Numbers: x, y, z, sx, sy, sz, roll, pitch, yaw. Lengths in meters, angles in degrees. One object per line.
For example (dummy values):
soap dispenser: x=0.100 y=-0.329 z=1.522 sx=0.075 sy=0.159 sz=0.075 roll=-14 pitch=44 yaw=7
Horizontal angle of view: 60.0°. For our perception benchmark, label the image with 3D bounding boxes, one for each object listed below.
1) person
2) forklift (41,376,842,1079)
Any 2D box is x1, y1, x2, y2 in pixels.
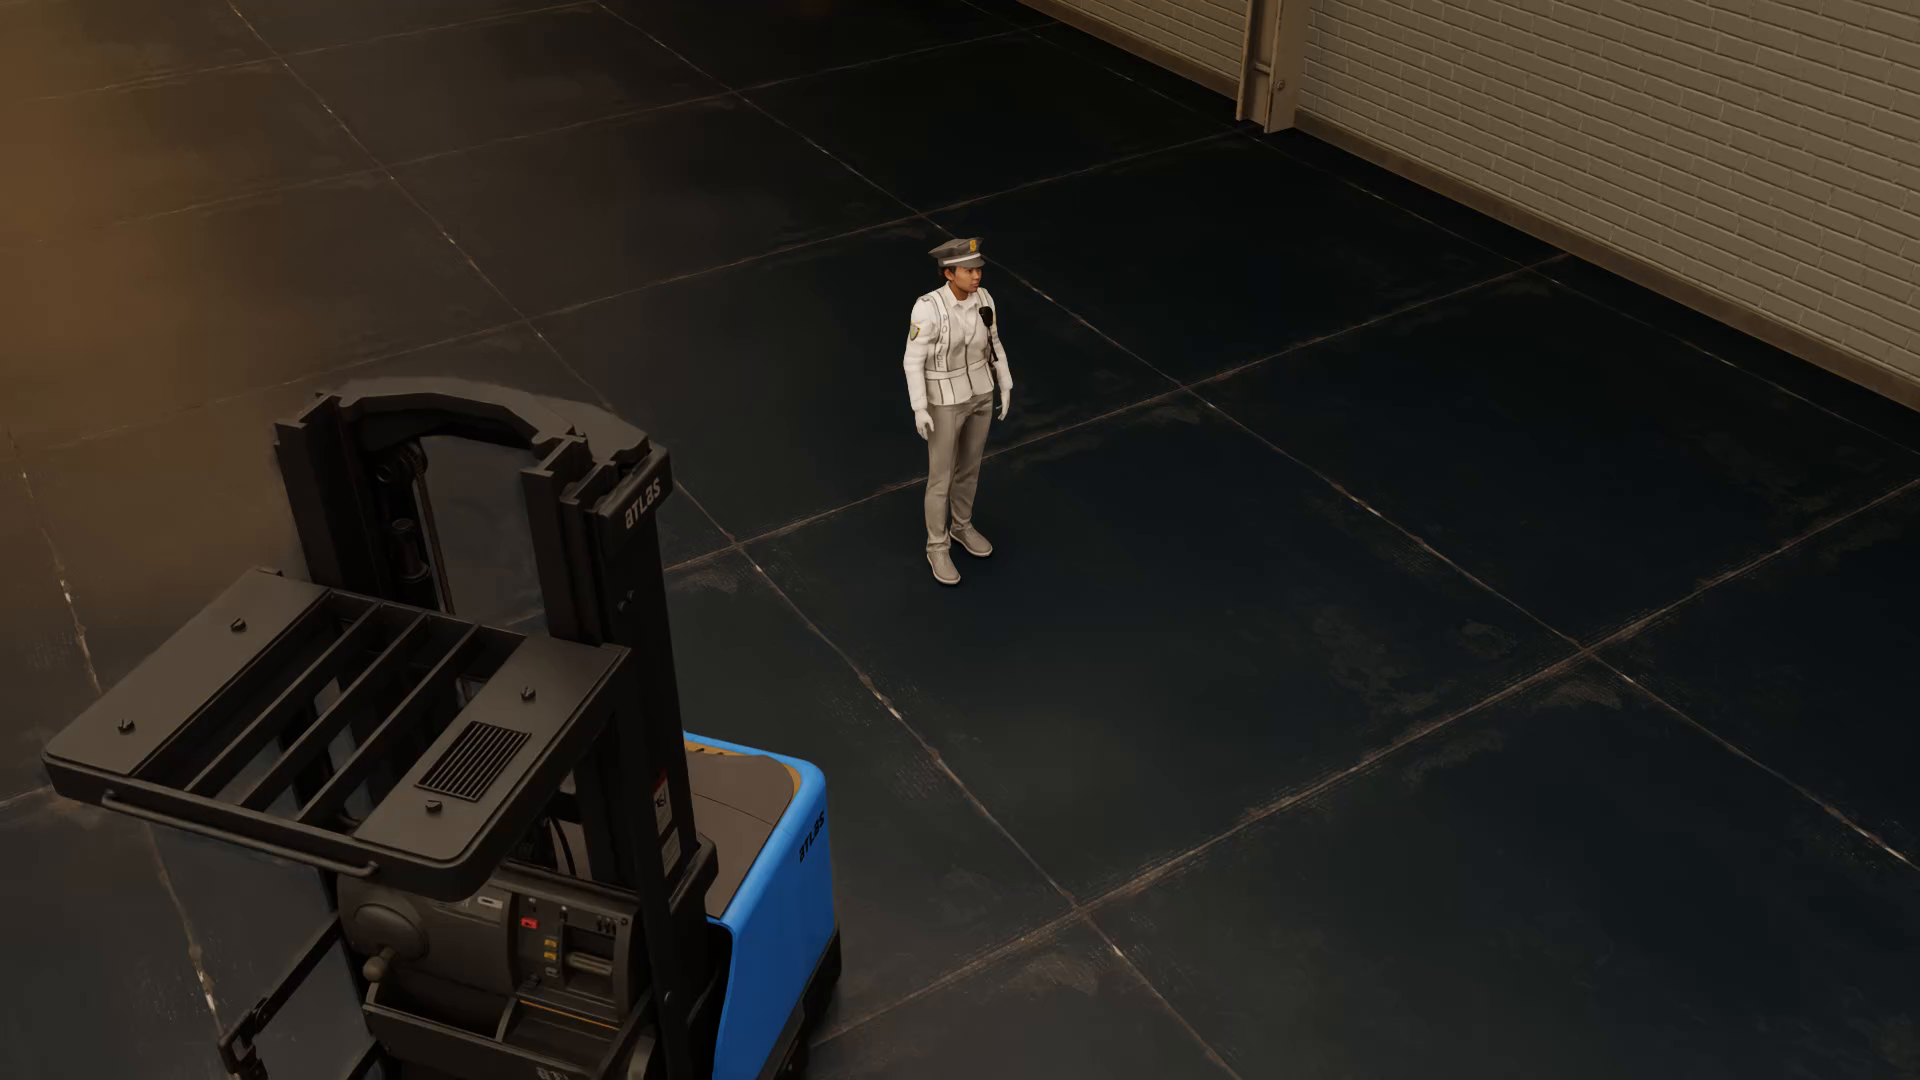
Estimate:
person: x=0.031 y=-0.664 z=8.155 sx=0.586 sy=1.694 sz=0.530 roll=-21 pitch=40 yaw=-27
forklift: x=-1.399 y=1.167 z=4.487 sx=1.130 sy=2.935 sz=3.031 roll=11 pitch=37 yaw=15
